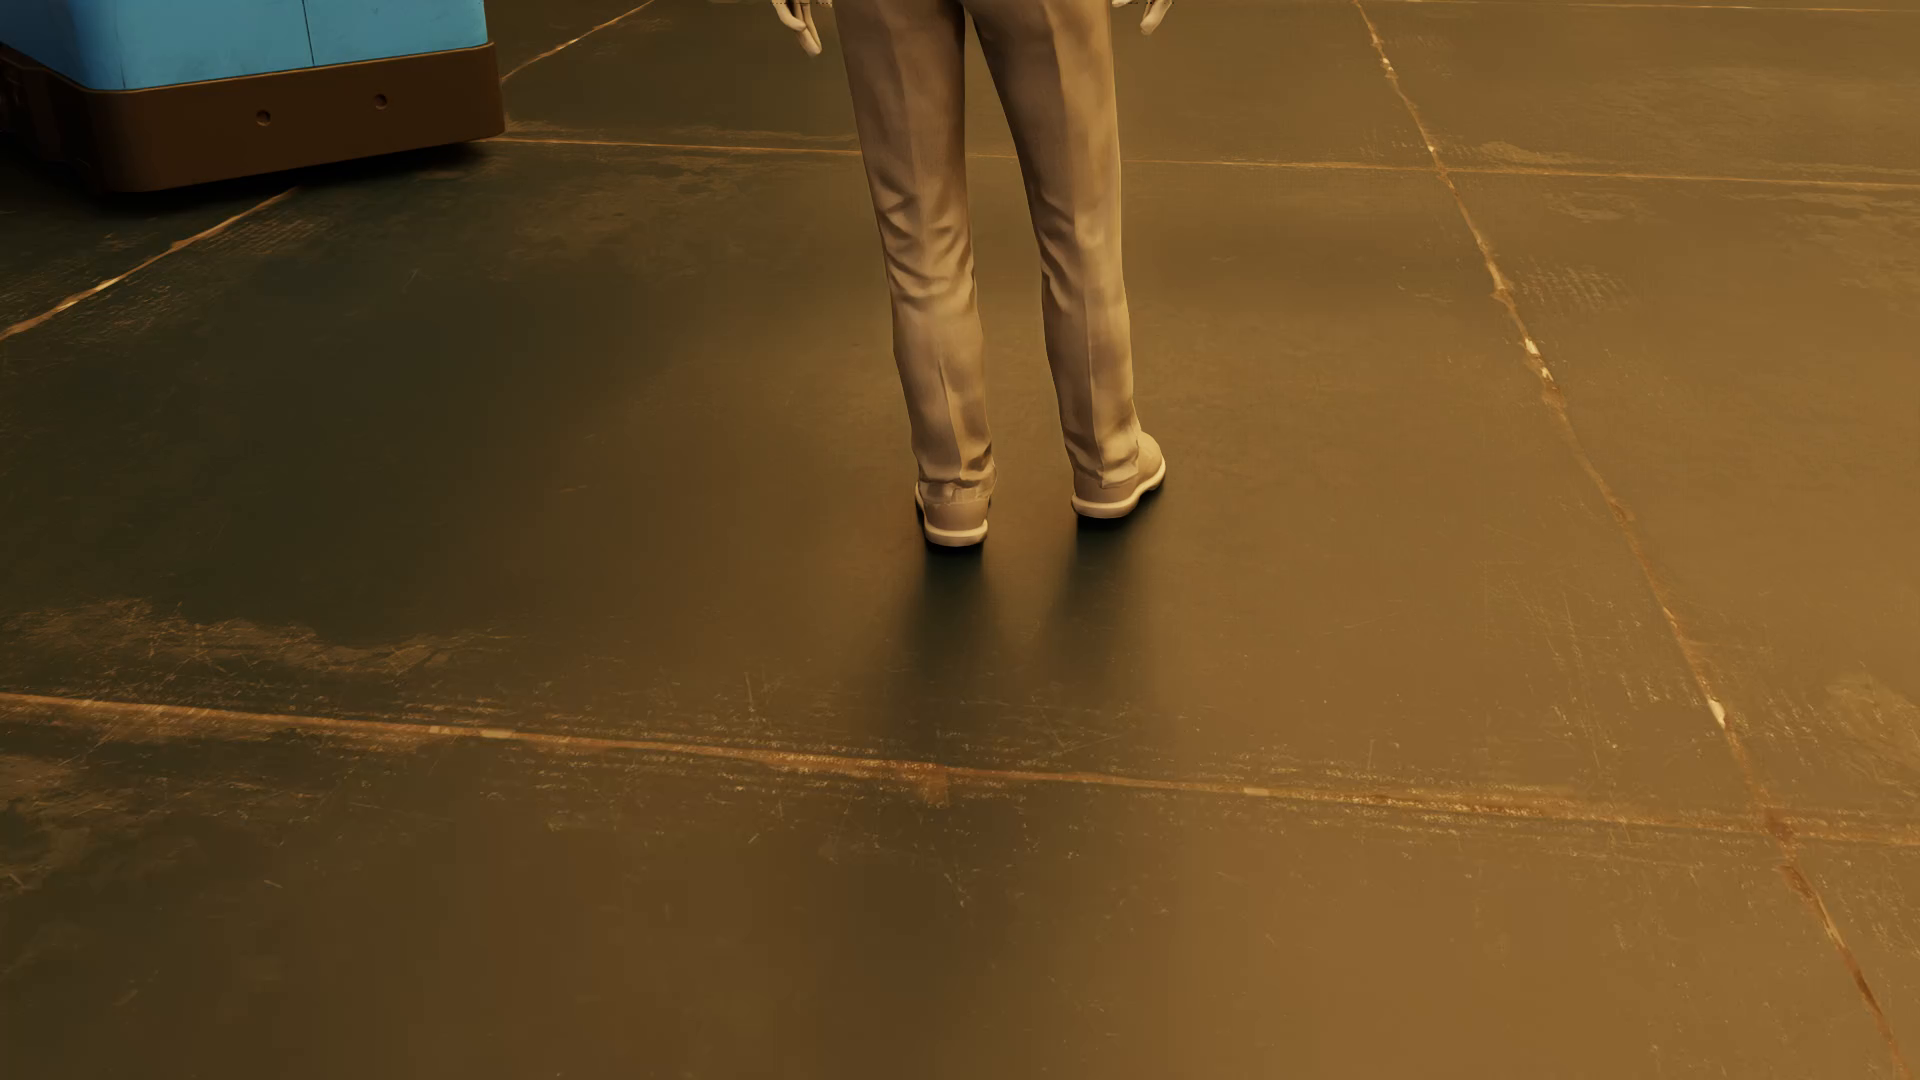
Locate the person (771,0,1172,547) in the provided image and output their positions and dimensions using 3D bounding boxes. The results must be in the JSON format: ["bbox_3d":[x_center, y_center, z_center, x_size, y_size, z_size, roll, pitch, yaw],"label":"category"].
[{"bbox_3d":[0.015,-0.794,2.177,0.587,1.696,0.534,3,27,7],"label":"person"}]

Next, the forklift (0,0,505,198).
[{"bbox_3d":[-2.595,-2.735,4.699,1.130,2.935,3.031,-21,33,-35],"label":"forklift"}]
